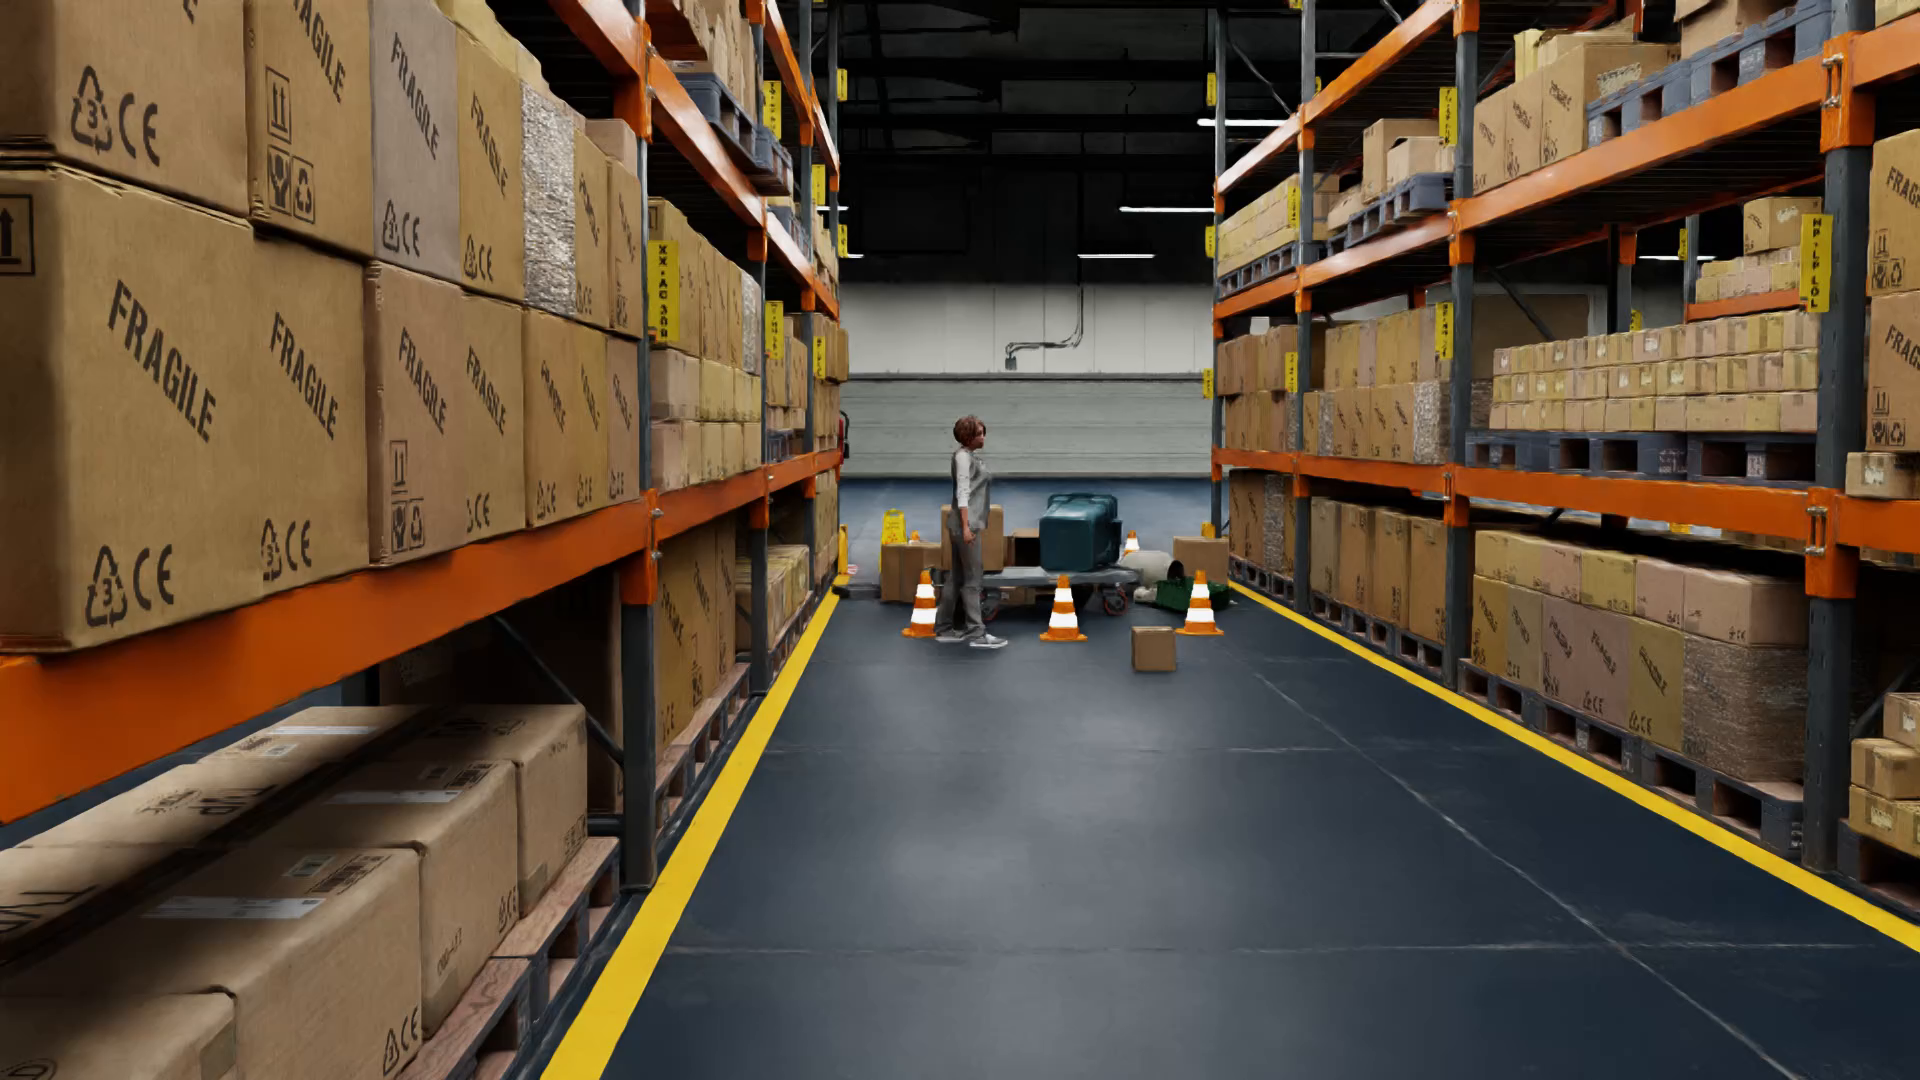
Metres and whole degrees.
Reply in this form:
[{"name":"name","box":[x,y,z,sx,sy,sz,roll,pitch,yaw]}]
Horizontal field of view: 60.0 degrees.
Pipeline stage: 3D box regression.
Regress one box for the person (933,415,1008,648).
[{"name":"person","box":[0.071,-0.065,11.433,0.533,1.587,0.595,0,4,4]}]
